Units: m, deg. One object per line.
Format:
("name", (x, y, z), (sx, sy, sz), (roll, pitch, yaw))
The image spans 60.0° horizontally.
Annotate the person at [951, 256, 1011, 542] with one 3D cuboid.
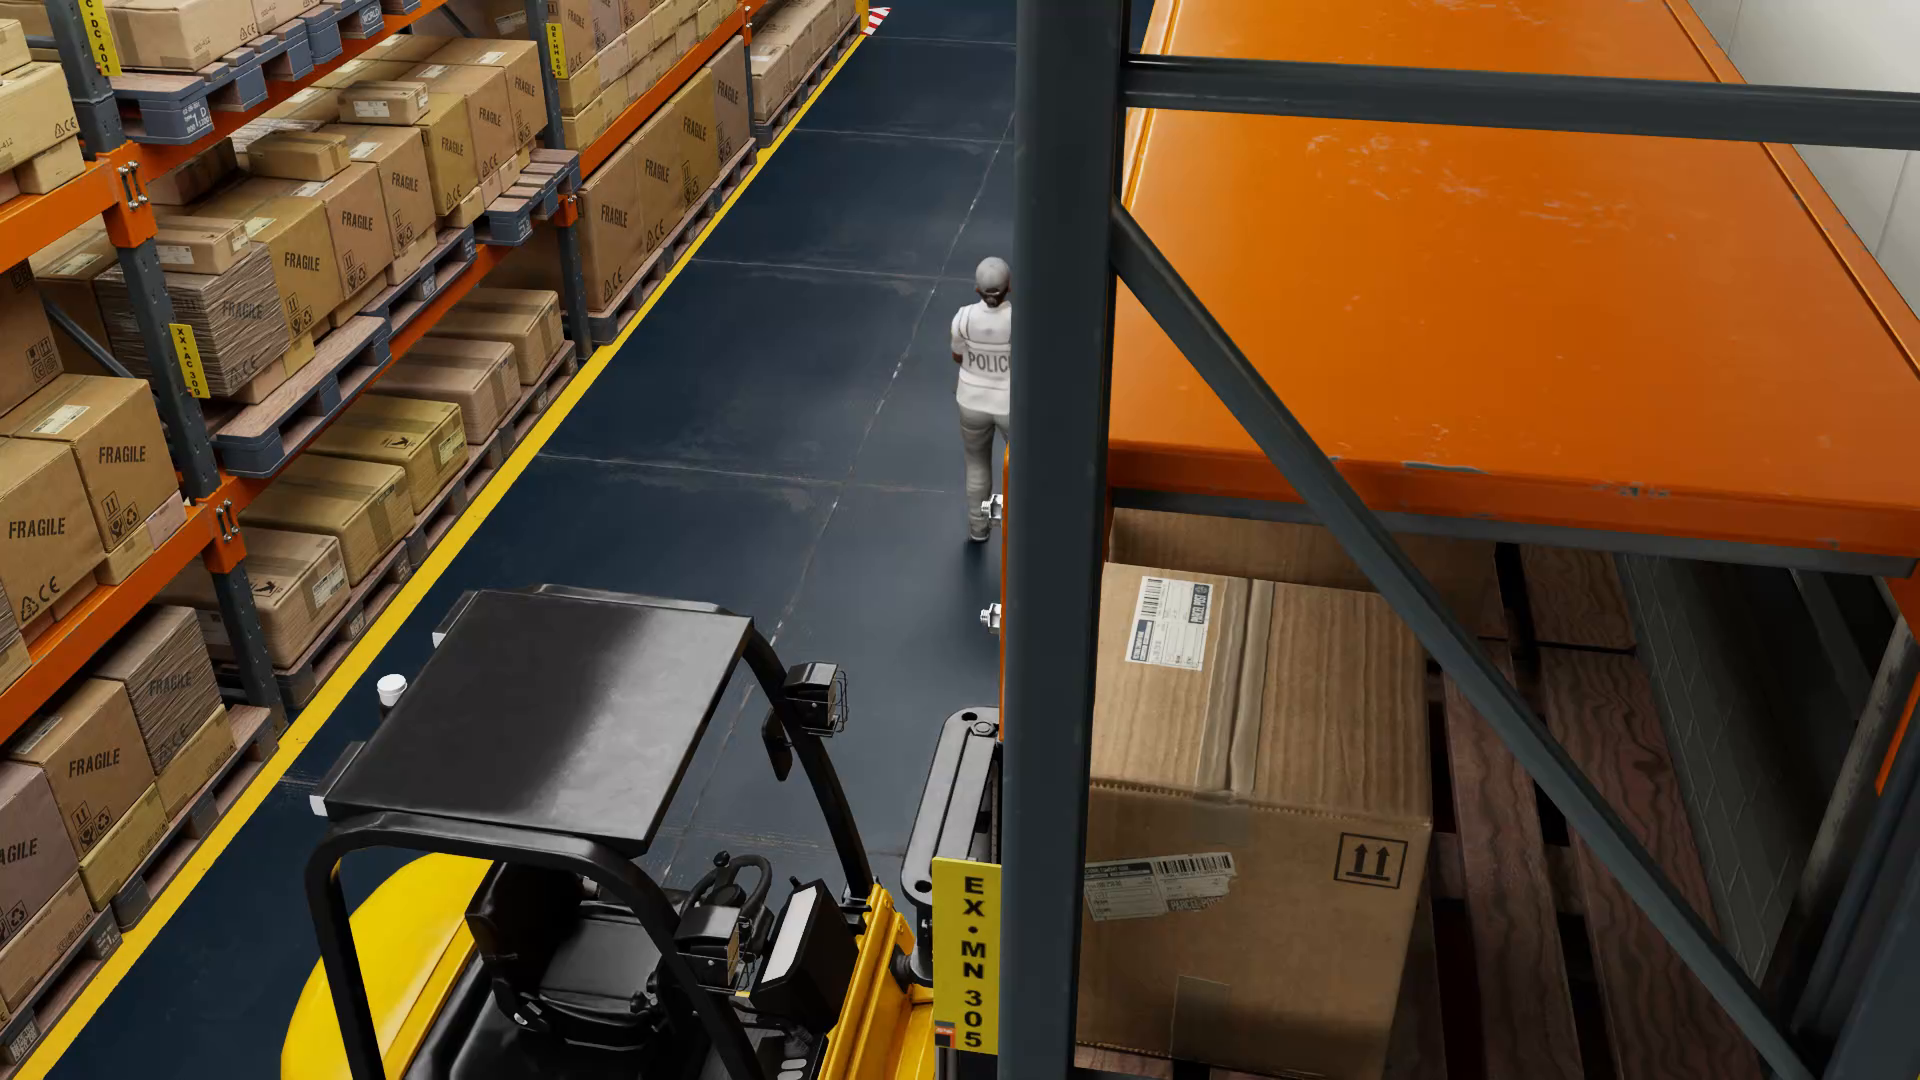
("person", (0.218, -0.753, 8.808), (0.509, 1.670, 0.497), (6, 33, 9))
